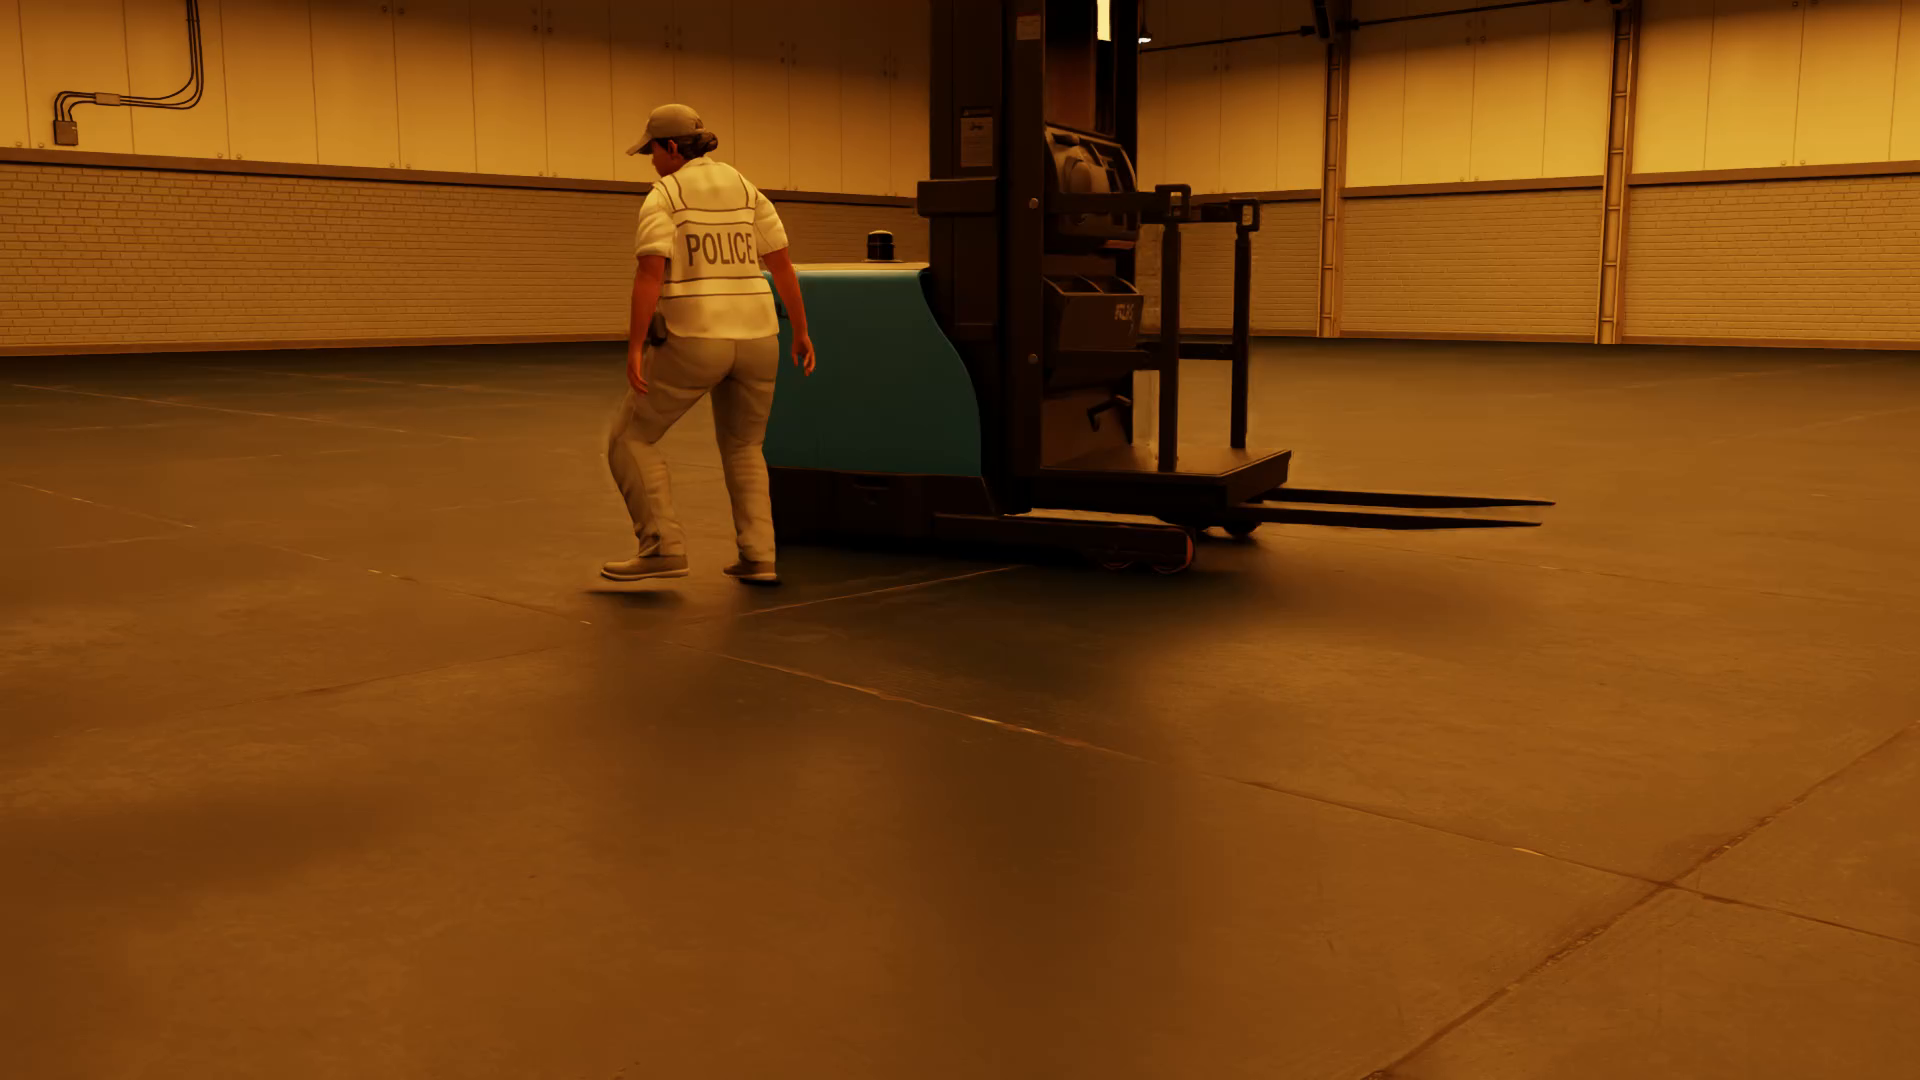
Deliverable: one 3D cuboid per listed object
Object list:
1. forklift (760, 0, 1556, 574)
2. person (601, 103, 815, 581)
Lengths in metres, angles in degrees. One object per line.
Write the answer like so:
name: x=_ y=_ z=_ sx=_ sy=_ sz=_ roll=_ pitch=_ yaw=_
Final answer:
forklift: x=0.695 y=-1.419 z=6.297 sx=3.031 sy=2.935 sz=1.130 roll=4 pitch=9 yaw=24
person: x=-0.881 y=-0.652 z=5.684 sx=0.777 sy=1.640 sz=0.461 roll=-7 pitch=11 yaw=-40
